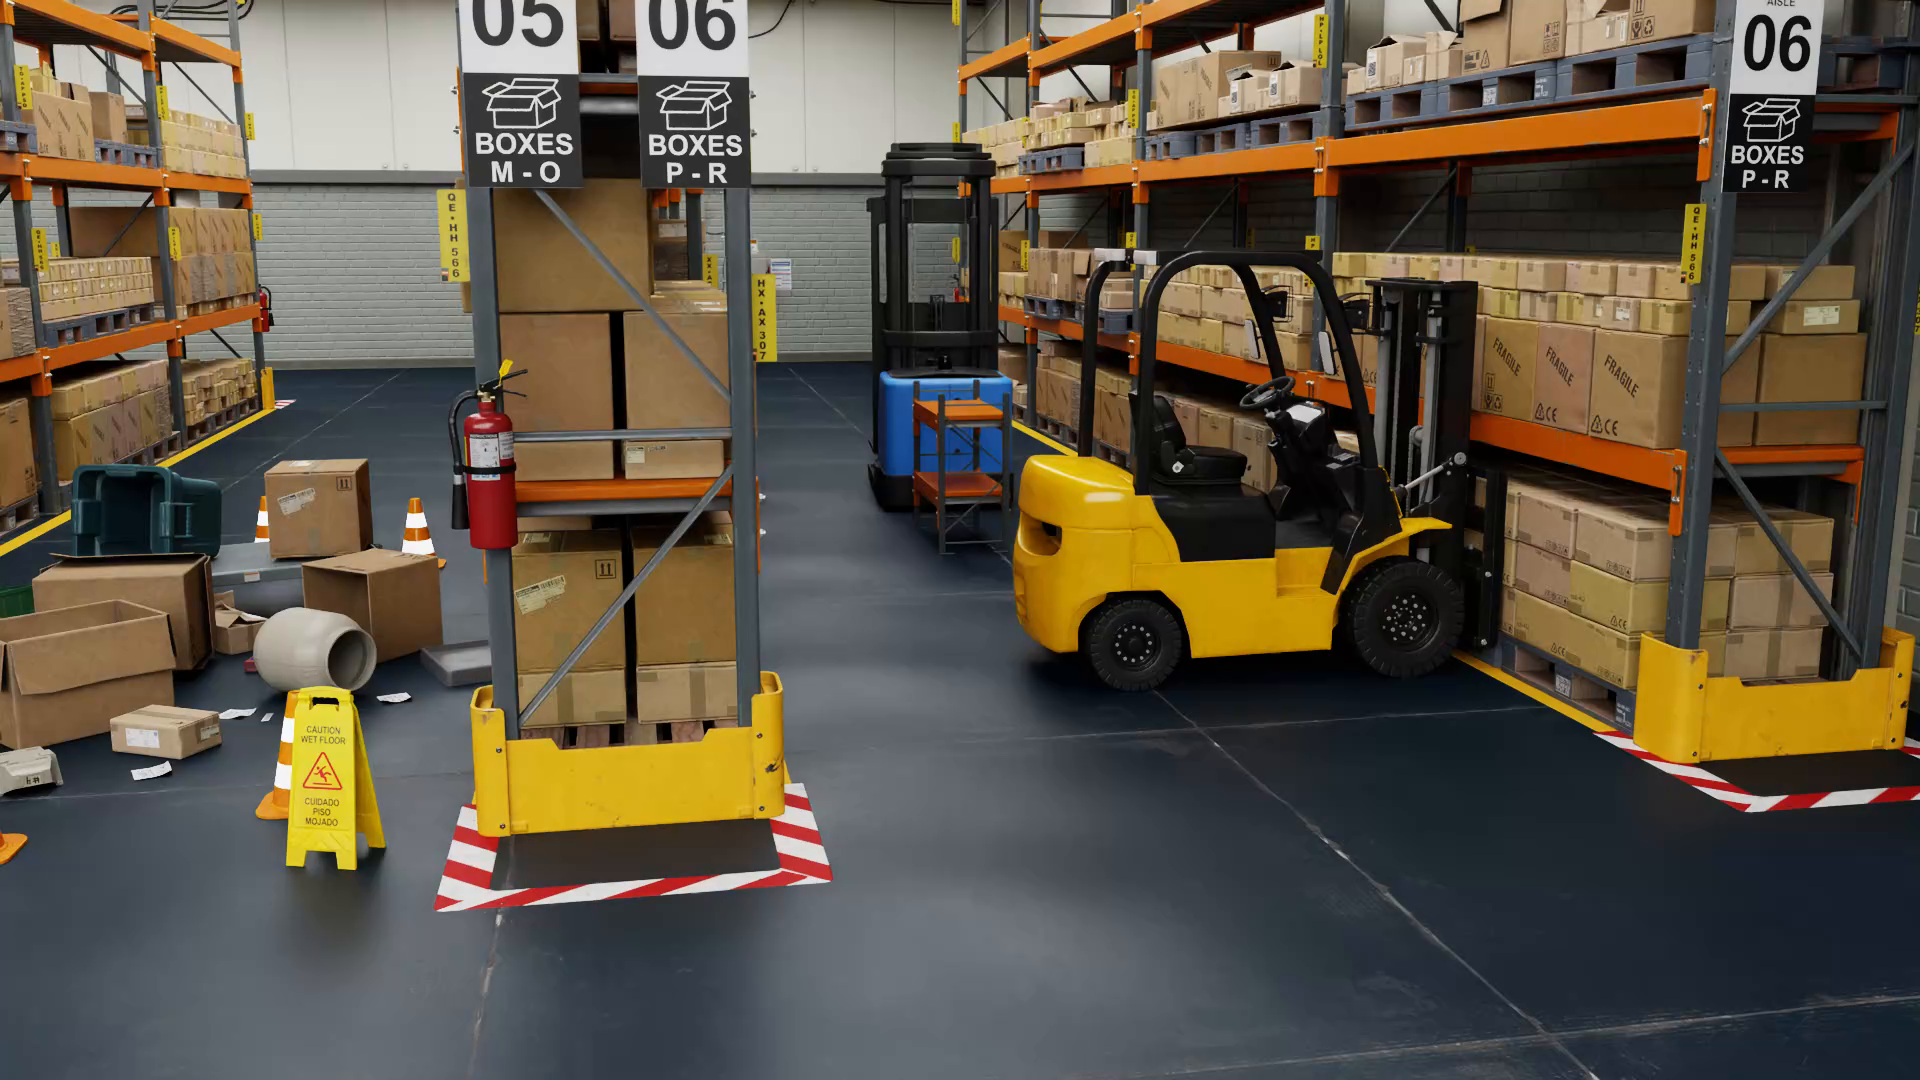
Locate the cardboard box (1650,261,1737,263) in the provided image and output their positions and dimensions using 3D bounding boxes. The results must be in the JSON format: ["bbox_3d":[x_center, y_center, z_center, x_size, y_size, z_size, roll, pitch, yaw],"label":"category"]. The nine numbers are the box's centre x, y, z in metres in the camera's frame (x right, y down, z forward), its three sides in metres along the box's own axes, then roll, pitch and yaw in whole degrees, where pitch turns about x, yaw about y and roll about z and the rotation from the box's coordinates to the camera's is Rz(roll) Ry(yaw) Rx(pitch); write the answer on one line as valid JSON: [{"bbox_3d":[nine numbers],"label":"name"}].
[{"bbox_3d":[3.624,-1.294,8.176,0.380,0.149,0.250,-2,11,-11],"label":"cardboard box"}]

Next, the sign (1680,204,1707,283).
[{"bbox_3d":[3.062,-1.236,6.937,0.100,0.325,0.005,-2,11,-11],"label":"sign"}]

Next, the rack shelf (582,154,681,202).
[{"bbox_3d":[-2.439,-2.607,11.774,1.077,0.370,4.000,-2,11,-11],"label":"rack shelf"}]

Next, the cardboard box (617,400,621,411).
[{"bbox_3d":[-1.832,-0.605,8.025,0.380,0.149,0.250,-2,11,-11],"label":"cardboard box"}]

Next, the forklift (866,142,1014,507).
[{"bbox_3d":[-0.241,-1.934,14.520,1.130,2.935,3.031,-1,11,-6],"label":"forklift"}]

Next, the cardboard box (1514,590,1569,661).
[{"bbox_3d":[3.108,0.410,8.249,0.500,0.250,0.500,-2,11,-11],"label":"cardboard box"}]

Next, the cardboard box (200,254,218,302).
[{"bbox_3d":[-8.456,-2.868,18.181,0.500,0.500,0.500,-2,11,-12],"label":"cardboard box"}]

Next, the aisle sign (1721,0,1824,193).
[{"bbox_3d":[3.321,-1.822,6.795,0.394,0.787,0.004,-2,11,-11],"label":"aisle sign"}]

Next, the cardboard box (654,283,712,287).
[{"bbox_3d":[-1.612,-1.149,9.147,0.500,0.500,0.500,-2,11,-9],"label":"cardboard box"}]

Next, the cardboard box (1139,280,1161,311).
[{"bbox_3d":[1.863,-2.116,14.354,0.500,0.250,0.500,-2,11,-11],"label":"cardboard box"}]

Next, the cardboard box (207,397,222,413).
[{"bbox_3d":[-8.489,-1.510,18.608,0.380,0.149,0.250,-2,11,-13],"label":"cardboard box"}]

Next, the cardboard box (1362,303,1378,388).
[{"bbox_3d":[2.766,-1.165,10.026,0.500,0.500,0.500,-2,11,-10],"label":"cardboard box"}]

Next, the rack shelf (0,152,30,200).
[{"bbox_3d":[-7.274,-2.409,10.731,1.077,0.370,4.000,-2,11,-11],"label":"rack shelf"}]

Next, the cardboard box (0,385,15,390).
[{"bbox_3d":[-8.054,-1.118,13.604,0.500,0.250,0.500,-2,11,-12],"label":"cardboard box"}]

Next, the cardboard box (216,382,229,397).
[{"bbox_3d":[-8.508,-1.701,18.818,0.380,0.149,0.250,-2,11,-10],"label":"cardboard box"}]

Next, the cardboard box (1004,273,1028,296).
[{"bbox_3d":[0.812,-3.017,19.631,0.500,0.250,0.500,-2,11,-11],"label":"cardboard box"}]

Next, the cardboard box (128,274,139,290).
[{"bbox_3d":[-8.072,-2.458,15.843,0.380,0.149,0.250,-2,11,-9],"label":"cardboard box"}]

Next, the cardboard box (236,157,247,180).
[{"bbox_3d":[-8.871,-4.449,19.926,0.500,0.250,0.500,-2,11,-12],"label":"cardboard box"}]

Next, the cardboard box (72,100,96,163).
[{"bbox_3d":[-7.720,-3.475,14.144,0.500,0.500,0.500,-2,11,-11],"label":"cardboard box"}]

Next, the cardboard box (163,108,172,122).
[{"bbox_3d":[-8.281,-4.344,16.970,0.380,0.149,0.250,-3,11,-13],"label":"cardboard box"}]

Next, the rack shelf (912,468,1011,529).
[{"bbox_3d":[-0.001,-0.314,12.144,0.538,0.278,1.000,-2,11,-11],"label":"rack shelf"}]

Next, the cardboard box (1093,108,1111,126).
[{"bbox_3d":[1.483,-4.021,15.817,0.380,0.149,0.250,-2,11,-12],"label":"cardboard box"}]

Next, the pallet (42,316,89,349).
[{"bbox_3d":[-7.906,-1.688,13.555,1.213,0.211,1.003,-2,11,-11],"label":"pallet"}]

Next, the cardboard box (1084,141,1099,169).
[{"bbox_3d":[1.507,-3.704,16.014,0.500,0.250,0.500,-2,11,-11],"label":"cardboard box"}]

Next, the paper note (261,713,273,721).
[{"bbox_3d":[-3.250,0.831,7.802,0.032,0.001,0.123,-2,11,-11],"label":"paper note"}]

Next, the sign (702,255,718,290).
[{"bbox_3d":[-1.519,-1.567,10.090,0.100,0.325,0.005,-2,11,-11],"label":"sign"}]

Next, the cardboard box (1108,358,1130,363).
[{"bbox_3d":[1.805,-1.870,17.828,0.380,0.149,0.250,-3,11,-14],"label":"cardboard box"}]

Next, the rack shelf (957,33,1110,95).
[{"bbox_3d":[0.874,-5.728,20.155,1.077,0.370,4.000,-2,11,-11],"label":"rack shelf"}]

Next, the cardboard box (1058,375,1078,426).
[{"bbox_3d":[1.342,-1.461,17.413,0.500,0.500,0.500,-2,11,-13],"label":"cardboard box"}]

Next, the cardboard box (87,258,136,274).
[{"bbox_3d":[-8.070,-2.601,15.797,0.380,0.149,0.250,-2,11,-13],"label":"cardboard box"}]

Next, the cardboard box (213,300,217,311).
[{"bbox_3d":[-8.647,-2.662,18.833,0.380,0.149,0.250,-2,11,-10],"label":"cardboard box"}]

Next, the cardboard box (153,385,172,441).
[{"bbox_3d":[-8.050,-1.241,16.255,0.500,0.500,0.500,-2,11,-12],"label":"cardboard box"}]

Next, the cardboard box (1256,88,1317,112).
[{"bbox_3d":[2.307,-3.098,11.708,0.380,0.149,0.250,-2,11,-11],"label":"cardboard box"}]

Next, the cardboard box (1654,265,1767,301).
[{"bbox_3d":[3.320,-1.140,7.364,0.380,0.149,0.250,-2,11,-11],"label":"cardboard box"}]

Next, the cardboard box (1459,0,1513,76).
[{"bbox_3d":[3.094,-2.720,8.776,0.797,0.503,0.637,-2,11,-9],"label":"cardboard box"}]

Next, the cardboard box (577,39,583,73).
[{"bbox_3d":[-1.615,-1.792,6.239,0.380,0.149,0.250,-2,11,-11],"label":"cardboard box"}]

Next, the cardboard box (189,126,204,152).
[{"bbox_3d":[-8.476,-4.316,17.890,0.500,0.250,0.500,-2,11,-10],"label":"cardboard box"}]

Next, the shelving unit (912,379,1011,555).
[{"bbox_3d":[-0.001,-0.554,12.098,0.538,1.125,1.048,-2,11,-11],"label":"shelving unit"}]

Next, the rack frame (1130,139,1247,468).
[{"bbox_3d":[2.041,-2.035,14.866,1.000,3.000,0.127,-2,11,-11],"label":"rack frame"}]

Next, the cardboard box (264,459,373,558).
[{"bbox_3d":[-3.790,-0.194,9.854,0.500,0.500,0.500,-2,11,-11],"label":"cardboard box"}]

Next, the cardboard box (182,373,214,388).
[{"bbox_3d":[-8.441,-1.752,18.288,0.380,0.149,0.250,-2,11,-10],"label":"cardboard box"}]

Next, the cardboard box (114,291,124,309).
[{"bbox_3d":[-7.964,-2.216,15.366,0.380,0.149,0.250,-3,11,-13],"label":"cardboard box"}]

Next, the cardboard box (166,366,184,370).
[{"bbox_3d":[-9.182,-1.921,19.180,0.380,0.149,0.250,-2,11,-9],"label":"cardboard box"}]

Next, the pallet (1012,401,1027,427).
[{"bbox_3d":[1.130,-1.525,19.643,1.003,0.211,1.213,-2,11,-11],"label":"pallet"}]

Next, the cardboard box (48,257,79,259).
[{"bbox_3d":[-8.816,-2.675,16.187,0.380,0.149,0.250,-2,11,-8],"label":"cardboard box"}]

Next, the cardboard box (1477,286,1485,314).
[{"bbox_3d":[2.904,-1.317,9.091,0.380,0.149,0.250,-2,11,-12],"label":"cardboard box"}]

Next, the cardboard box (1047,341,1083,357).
[{"bbox_3d":[1.169,-2.090,18.189,0.380,0.149,0.250,-3,11,-14],"label":"cardboard box"}]

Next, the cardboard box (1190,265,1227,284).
[{"bbox_3d":[2.083,-2.146,13.447,0.380,0.149,0.250,-2,11,-10],"label":"cardboard box"}]

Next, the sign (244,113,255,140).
[{"bbox_3d":[-8.671,-5.048,20.303,0.100,0.325,0.005,-2,11,-11],"label":"sign"}]

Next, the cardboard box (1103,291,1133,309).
[{"bbox_3d":[1.537,-2.224,15.410,0.380,0.149,0.250,-2,11,-10],"label":"cardboard box"}]

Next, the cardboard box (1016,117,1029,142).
[{"bbox_3d":[0.928,-4.644,18.820,0.500,0.250,0.500,-2,11,-11],"label":"cardboard box"}]

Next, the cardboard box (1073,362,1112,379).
[{"bbox_3d":[1.387,-1.753,17.212,0.380,0.149,0.250,-2,11,-9],"label":"cardboard box"}]

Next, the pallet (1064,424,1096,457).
[{"bbox_3d":[1.699,-1.027,17.027,1.003,0.211,1.213,-2,11,-11],"label":"pallet"}]

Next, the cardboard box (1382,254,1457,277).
[{"bbox_3d":[2.787,-1.655,10.071,0.380,0.149,0.250,-2,11,-12],"label":"cardboard box"}]

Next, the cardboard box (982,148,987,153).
[{"bbox_3d":[0.509,-4.770,20.820,0.500,0.250,0.500,-2,11,-13],"label":"cardboard box"}]

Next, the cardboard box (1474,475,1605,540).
[{"bbox_3d":[2.988,-0.173,8.641,0.500,0.250,0.500,-2,11,-10],"label":"cardboard box"}]
